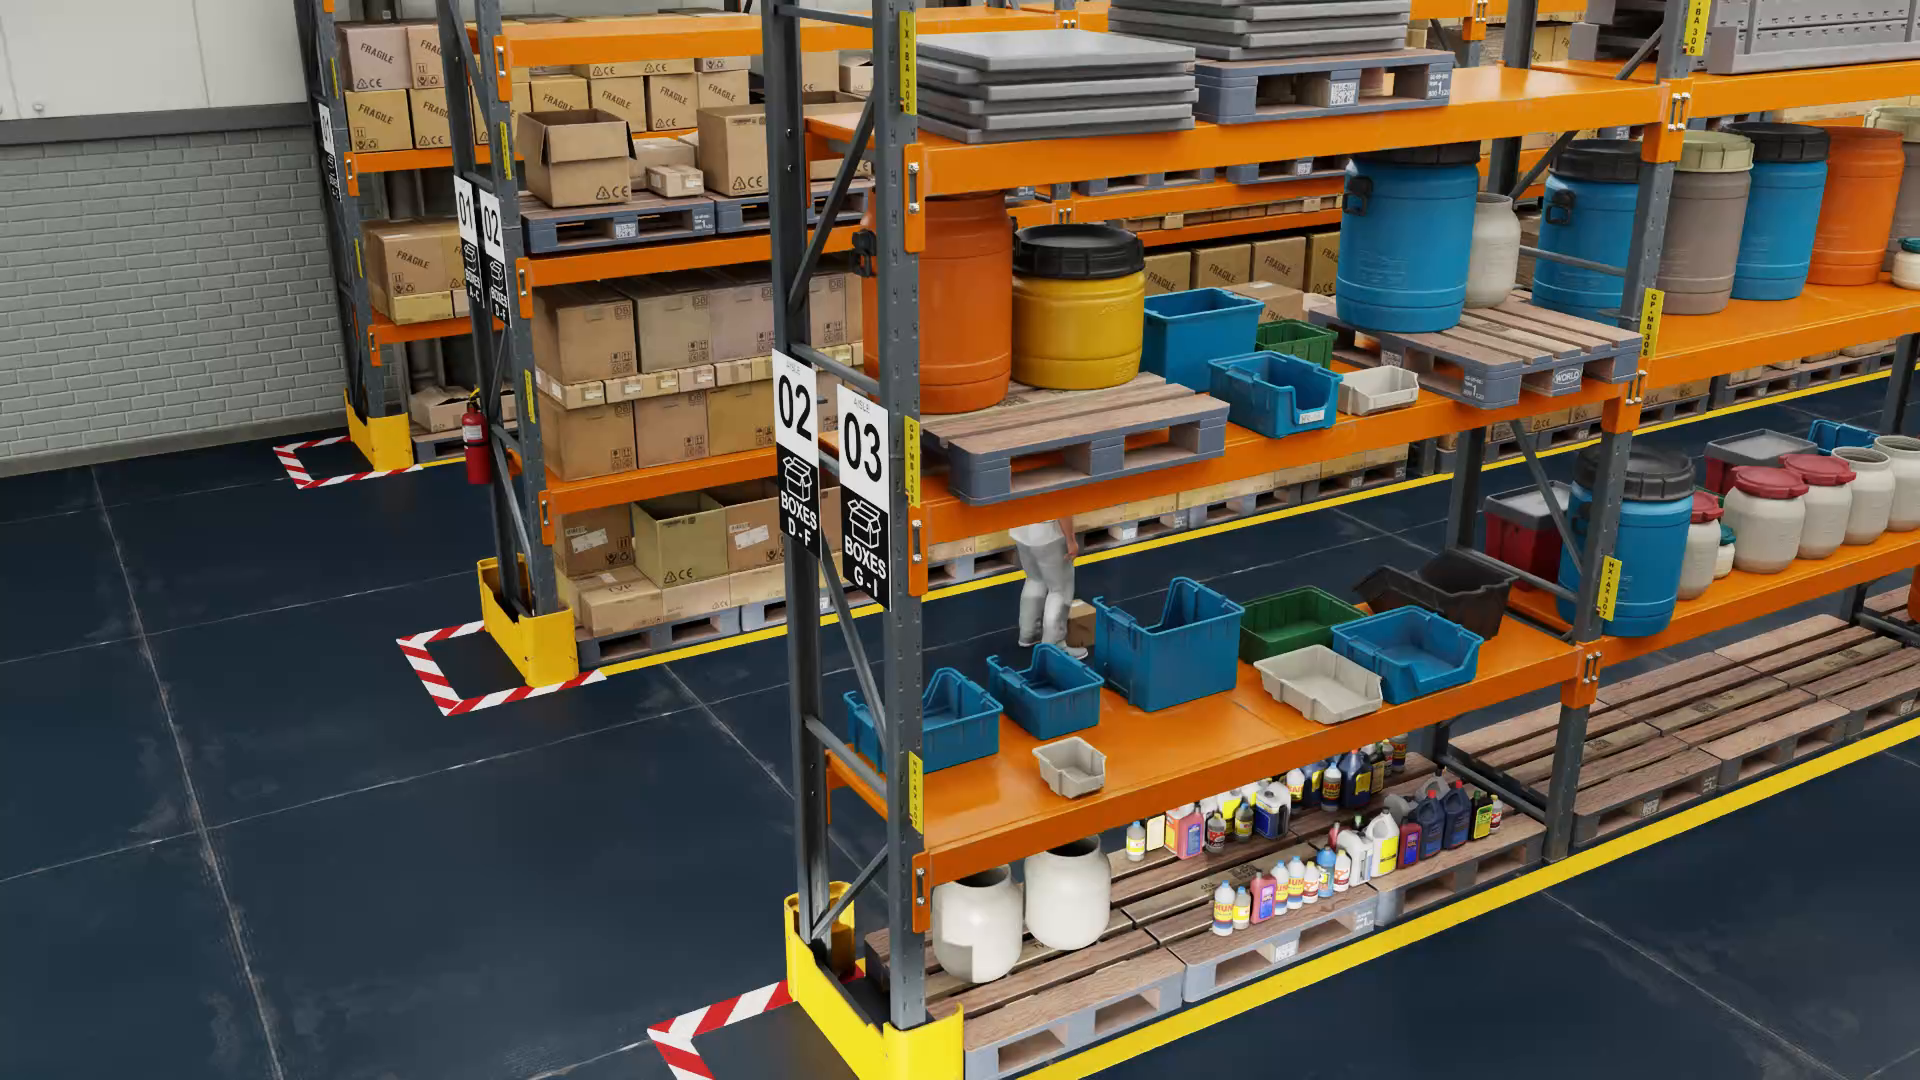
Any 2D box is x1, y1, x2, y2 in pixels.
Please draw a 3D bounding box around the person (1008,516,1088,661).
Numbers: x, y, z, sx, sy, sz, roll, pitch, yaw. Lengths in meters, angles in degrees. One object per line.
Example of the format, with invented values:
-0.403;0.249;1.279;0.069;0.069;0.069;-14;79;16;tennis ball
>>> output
0.568;-0.052;11.208;0.447;1.747;0.598;-14;26;-31;person
